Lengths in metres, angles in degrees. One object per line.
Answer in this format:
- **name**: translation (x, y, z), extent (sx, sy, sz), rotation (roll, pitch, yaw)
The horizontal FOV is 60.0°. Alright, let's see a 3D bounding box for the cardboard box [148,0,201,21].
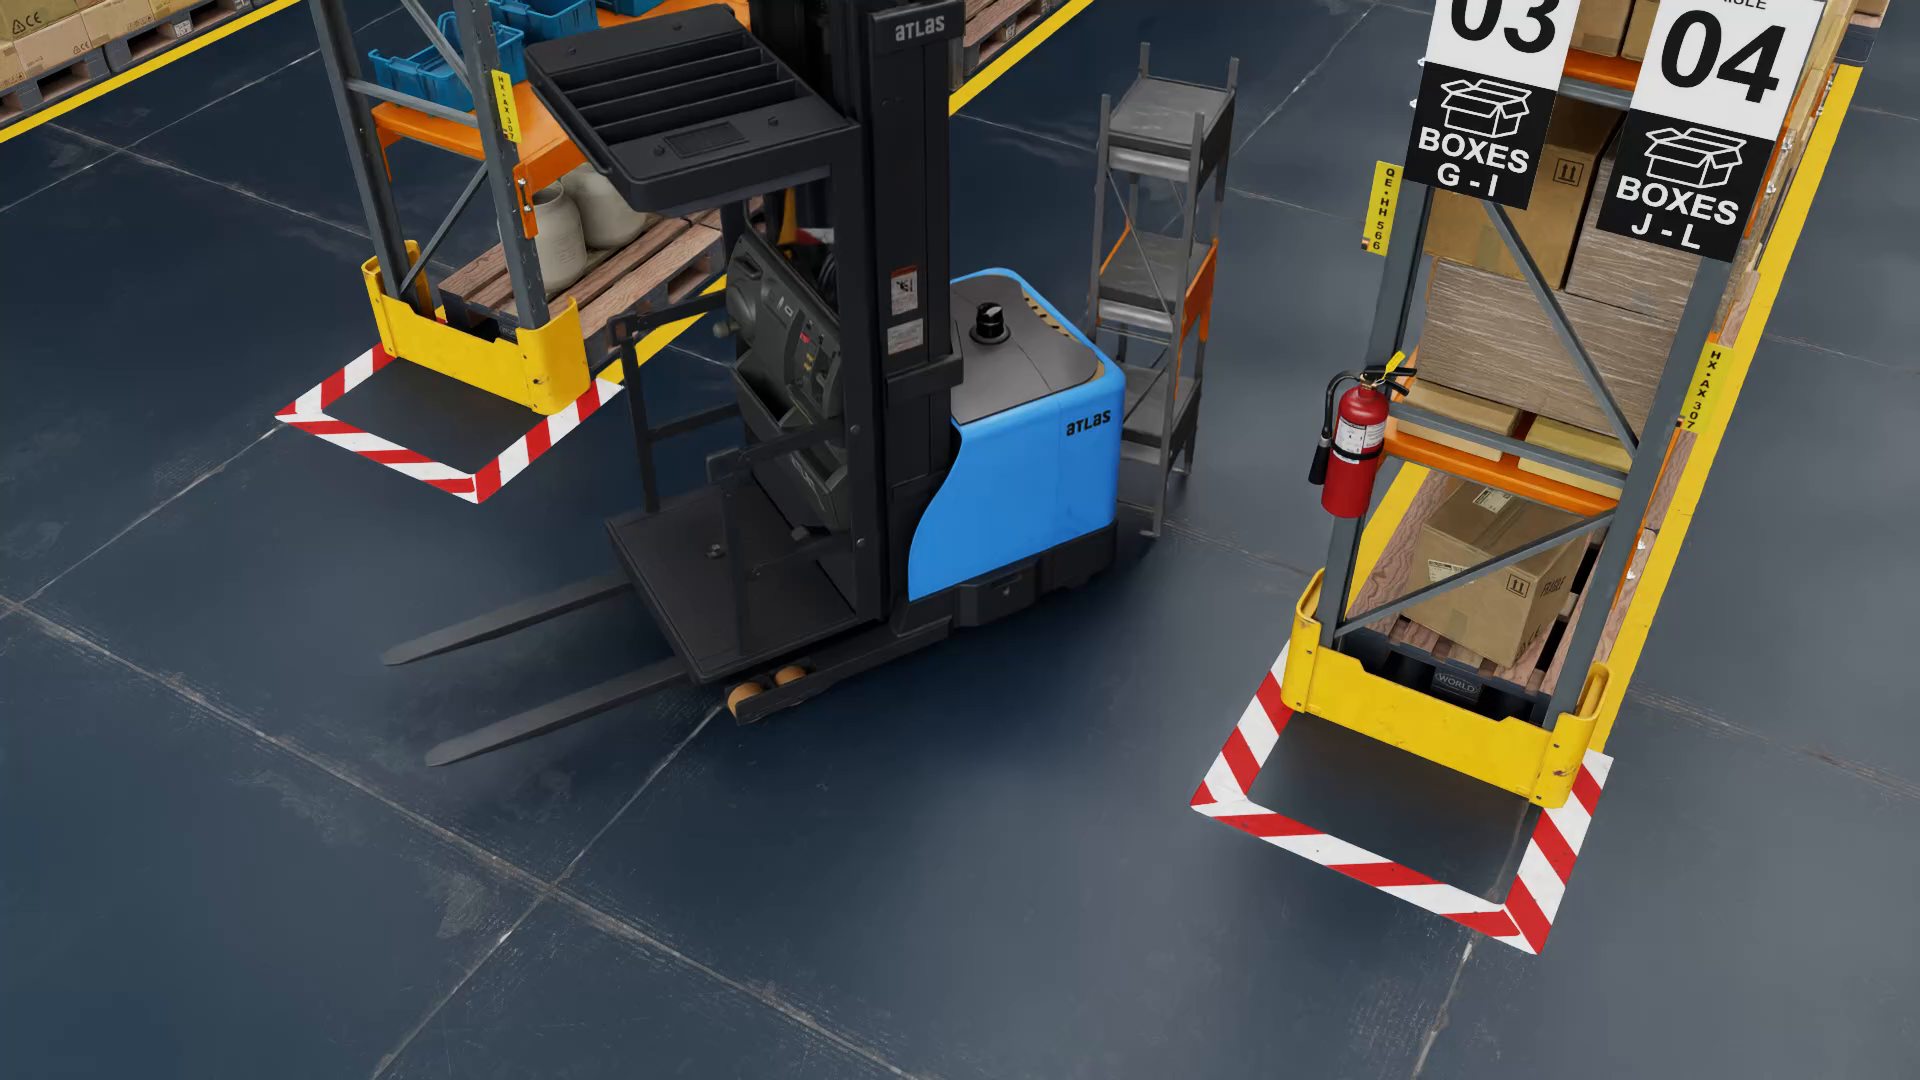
- **cardboard box**: translation (-5.516, -3.819, 11.395), extent (0.500, 0.250, 0.500), rotation (21, 45, 22)

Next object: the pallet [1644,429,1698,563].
- **pallet**: translation (2.933, -0.470, 7.939), extent (1.003, 0.211, 1.213), rotation (21, 45, 22)

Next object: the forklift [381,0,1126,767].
- **forklift**: translation (-0.850, -0.761, 6.212), extent (3.031, 2.935, 1.130), rotation (-20, 45, -22)

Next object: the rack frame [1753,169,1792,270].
- **rack frame**: translation (3.848, -2.613, 8.263), extent (1.000, 3.000, 0.127), rotation (21, 45, 22)

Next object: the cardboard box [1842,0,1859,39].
- **cardboard box**: translation (3.612, -2.502, 7.080), extent (0.500, 0.500, 0.500), rotation (21, 45, 22)

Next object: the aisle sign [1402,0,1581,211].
- **aisle sign**: translation (1.555, -1.363, 4.877), extent (0.394, 0.787, 0.004), rotation (21, 45, 22)

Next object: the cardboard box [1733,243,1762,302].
- **cardboard box**: translation (3.030, -1.140, 6.781), extent (0.380, 0.149, 0.250), rotation (21, 45, 22)

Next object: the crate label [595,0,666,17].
- **crate label**: translation (-1.755, -3.118, 8.810), extent (0.502, 0.435, 0.616), rotation (21, 45, 22)

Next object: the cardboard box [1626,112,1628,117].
- **cardboard box**: translation (2.153, -1.533, 5.979), extent (0.500, 0.500, 0.500), rotation (21, 45, 22)

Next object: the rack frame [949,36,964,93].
- **rack frame**: translation (-0.440, -4.251, 10.123), extent (1.000, 3.000, 0.127), rotation (21, 45, 22)

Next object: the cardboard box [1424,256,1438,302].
- **cardboard box**: translation (2.292, -1.105, 6.250), extent (0.875, 0.500, 0.500), rotation (21, 45, 22)

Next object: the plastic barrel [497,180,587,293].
- **plastic barrel**: translation (-2.179, -1.588, 8.664), extent (0.421, 0.512, 0.421), rotation (0, 41, 0)

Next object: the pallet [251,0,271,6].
- **pallet**: translation (-5.161, -4.404, 12.406), extent (1.003, 0.211, 1.213), rotation (21, 45, 22)

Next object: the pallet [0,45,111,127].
- **pallet**: translation (-6.382, -3.007, 10.821), extent (1.003, 0.211, 1.213), rotation (21, 45, 22)

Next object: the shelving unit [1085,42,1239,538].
- **shelving unit**: translation (0.818, -1.001, 7.114), extent (0.431, 2.100, 0.503), rotation (15, 44, 17)

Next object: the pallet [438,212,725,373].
- **pallet**: translation (-2.034, -1.438, 9.038), extent (1.003, 0.211, 1.213), rotation (21, 45, 22)

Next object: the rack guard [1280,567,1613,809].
- **rack guard**: translation (1.884, 0.571, 6.539), extent (1.175, 0.500, 0.348), rotation (21, 45, 22)

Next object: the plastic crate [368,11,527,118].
- **plastic crate**: translation (-2.451, -2.292, 8.011), extent (0.499, 0.251, 0.616), rotation (21, 45, 22)

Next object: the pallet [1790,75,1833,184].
- **pallet**: translation (4.846, -2.713, 10.487), extent (1.003, 0.211, 1.213), rotation (21, 45, 22)

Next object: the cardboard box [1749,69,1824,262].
- **cardboard box**: translation (2.614, -1.357, 5.779), extent (0.500, 0.500, 0.500), rotation (21, 45, 22)

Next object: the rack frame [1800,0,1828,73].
- **rack frame**: translation (1.846, -2.576, 3.681), extent (1.000, 3.000, 0.127), rotation (21, 45, 22)

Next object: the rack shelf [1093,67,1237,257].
- **rack shelf**: translation (0.818, -1.516, 6.660), extent (0.431, 0.518, 0.480), rotation (15, 44, 17)

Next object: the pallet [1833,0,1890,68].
- **pallet**: translation (4.356, -2.930, 8.768), extent (1.003, 0.211, 1.213), rotation (21, 45, 22)

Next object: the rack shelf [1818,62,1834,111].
- **rack shelf**: translation (4.849, -3.487, 9.800), extent (1.077, 0.370, 4.000), rotation (21, 45, 22)

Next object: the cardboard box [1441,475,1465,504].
- **cardboard box**: translation (2.443, -0.249, 7.152), extent (0.500, 0.500, 0.500), rotation (-33, 51, -32)

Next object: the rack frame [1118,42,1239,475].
- **rack frame**: translation (0.911, -1.150, 7.283), extent (0.400, 2.100, 0.015), rotation (15, 44, 17)

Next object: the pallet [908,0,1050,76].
- **pallet**: translation (-0.081, -3.667, 11.569), extent (1.003, 0.211, 1.213), rotation (21, 45, 22)

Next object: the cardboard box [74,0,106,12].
- **cardboard box**: translation (-5.780, -3.820, 10.829), extent (0.500, 0.500, 0.500), rotation (21, 45, 22)

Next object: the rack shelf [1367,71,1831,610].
- **rack shelf**: translation (2.847, -1.199, 7.201), extent (1.077, 0.370, 4.000), rotation (21, 45, 22)

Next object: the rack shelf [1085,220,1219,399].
- **rack shelf**: translation (0.818, -0.991, 7.123), extent (0.431, 0.518, 0.480), rotation (15, 44, 17)

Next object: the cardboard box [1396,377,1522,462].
- **cardboard box**: translation (1.810, -0.461, 6.010), extent (0.380, 0.149, 0.250), rotation (21, 45, 22)

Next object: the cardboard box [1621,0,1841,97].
- **cardboard box**: translation (2.311, -1.584, 4.938), extent (0.500, 0.250, 0.500), rotation (22, 46, 23)

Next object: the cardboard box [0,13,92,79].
- **cardboard box**: translation (-6.021, -3.249, 10.748), extent (0.500, 0.250, 0.500), rotation (21, 45, 22)

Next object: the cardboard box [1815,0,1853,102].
- **cardboard box**: translation (3.108, -1.932, 6.432), extent (0.500, 0.500, 0.500), rotation (21, 45, 22)

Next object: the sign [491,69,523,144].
- **sign**: translation (-1.968, -1.882, 7.223), extent (0.100, 0.325, 0.005), rotation (21, 45, 22)

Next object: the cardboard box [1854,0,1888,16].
- **cardboard box**: translation (4.367, -3.404, 8.390), extent (1.000, 1.000, 1.000), rotation (21, 46, 22)
